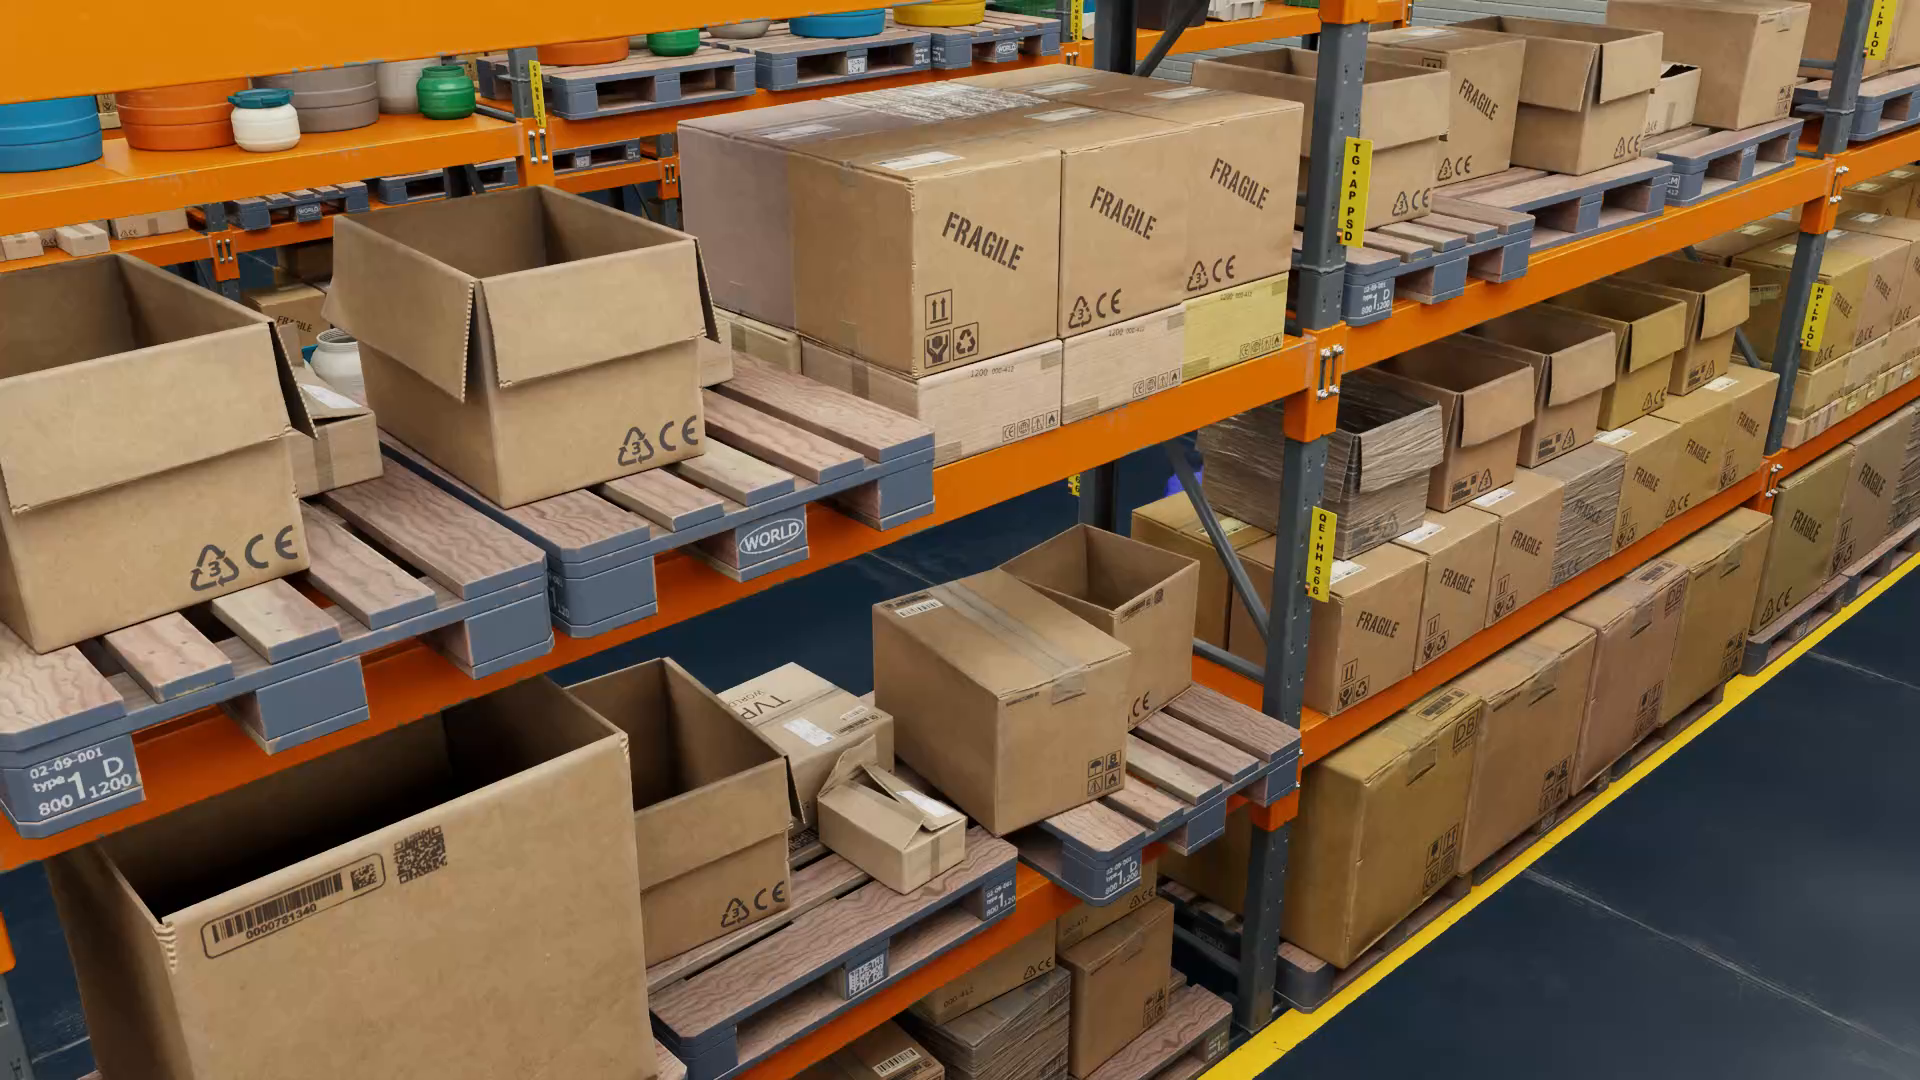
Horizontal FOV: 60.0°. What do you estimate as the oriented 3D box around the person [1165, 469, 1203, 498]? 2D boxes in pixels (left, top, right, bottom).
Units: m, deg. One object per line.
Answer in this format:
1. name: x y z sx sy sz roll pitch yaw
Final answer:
1. person: 1.209 0.129 8.866 0.709 1.219 0.496 -21 32 -38
